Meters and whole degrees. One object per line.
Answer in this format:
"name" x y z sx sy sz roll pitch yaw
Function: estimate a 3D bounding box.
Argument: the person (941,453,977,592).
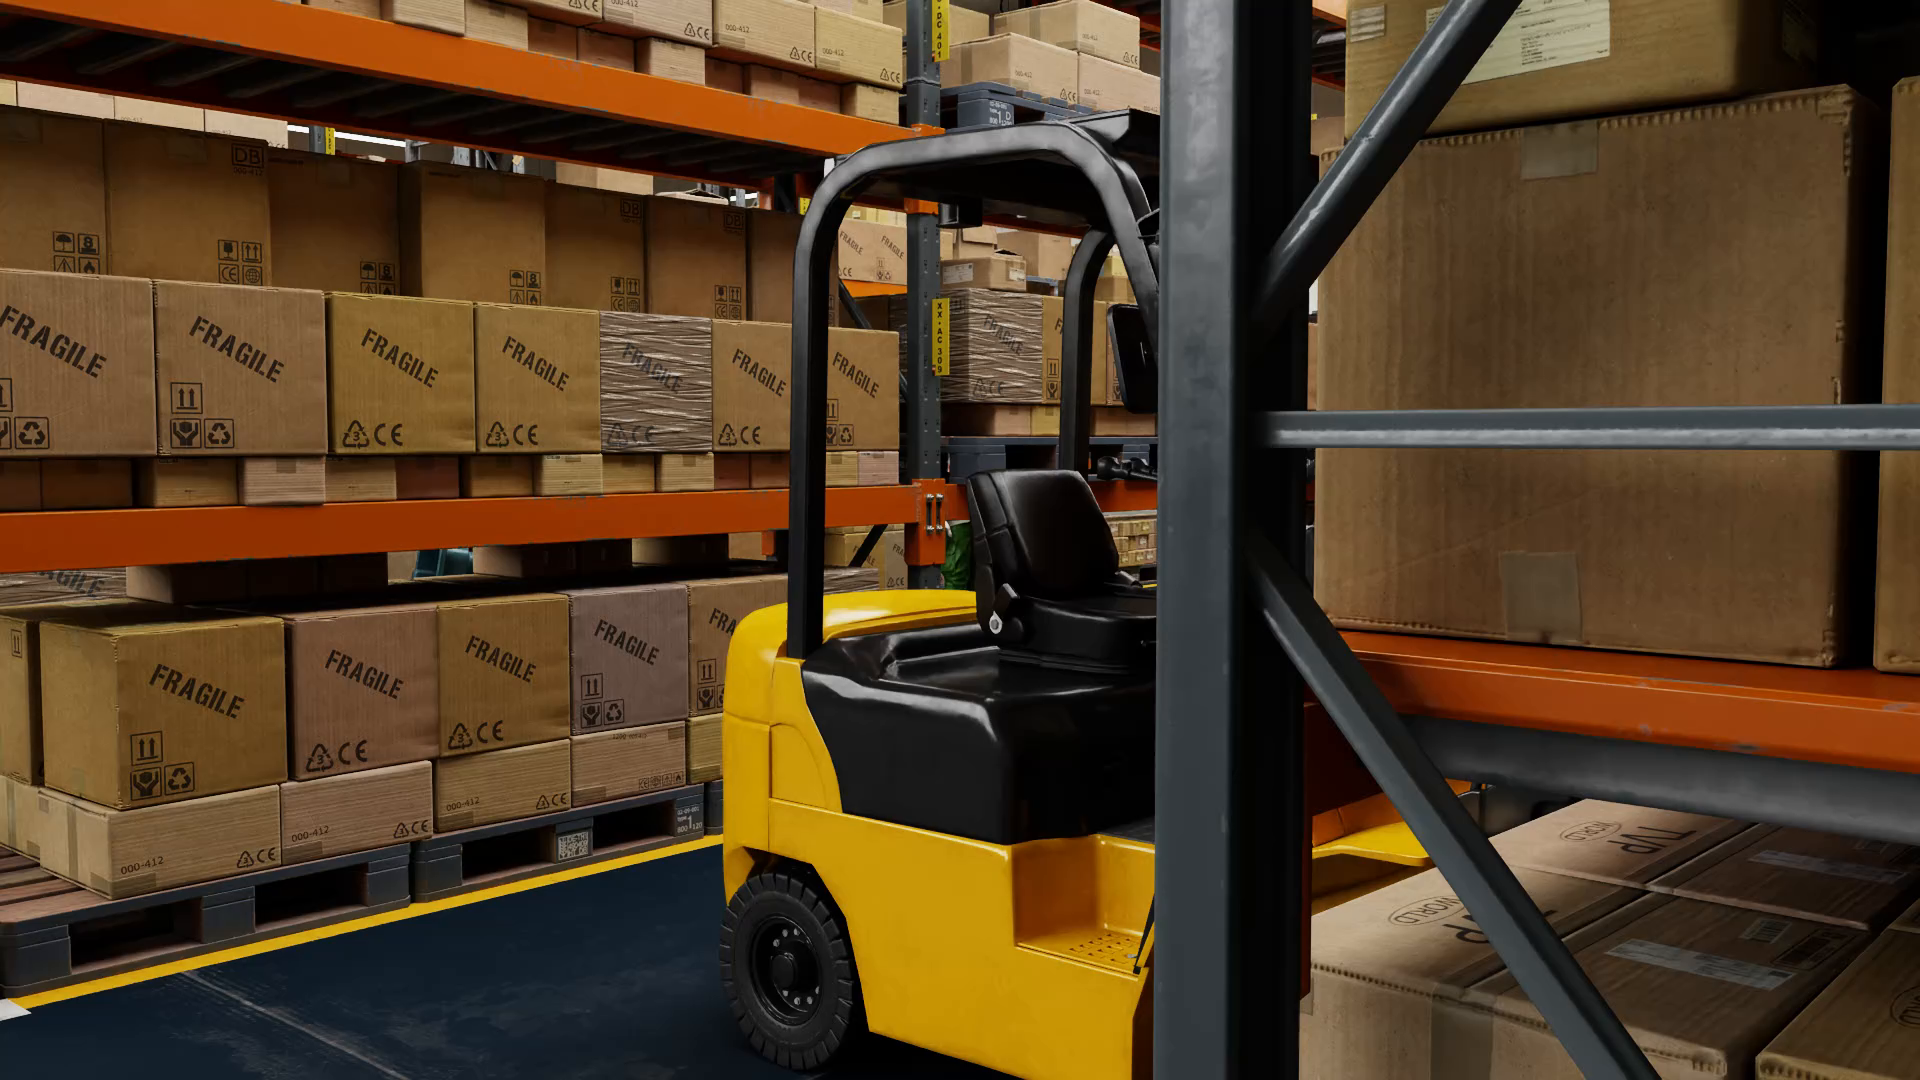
"person" 0.079 -0.080 11.130 0.561 1.790 0.638 3 5 41
